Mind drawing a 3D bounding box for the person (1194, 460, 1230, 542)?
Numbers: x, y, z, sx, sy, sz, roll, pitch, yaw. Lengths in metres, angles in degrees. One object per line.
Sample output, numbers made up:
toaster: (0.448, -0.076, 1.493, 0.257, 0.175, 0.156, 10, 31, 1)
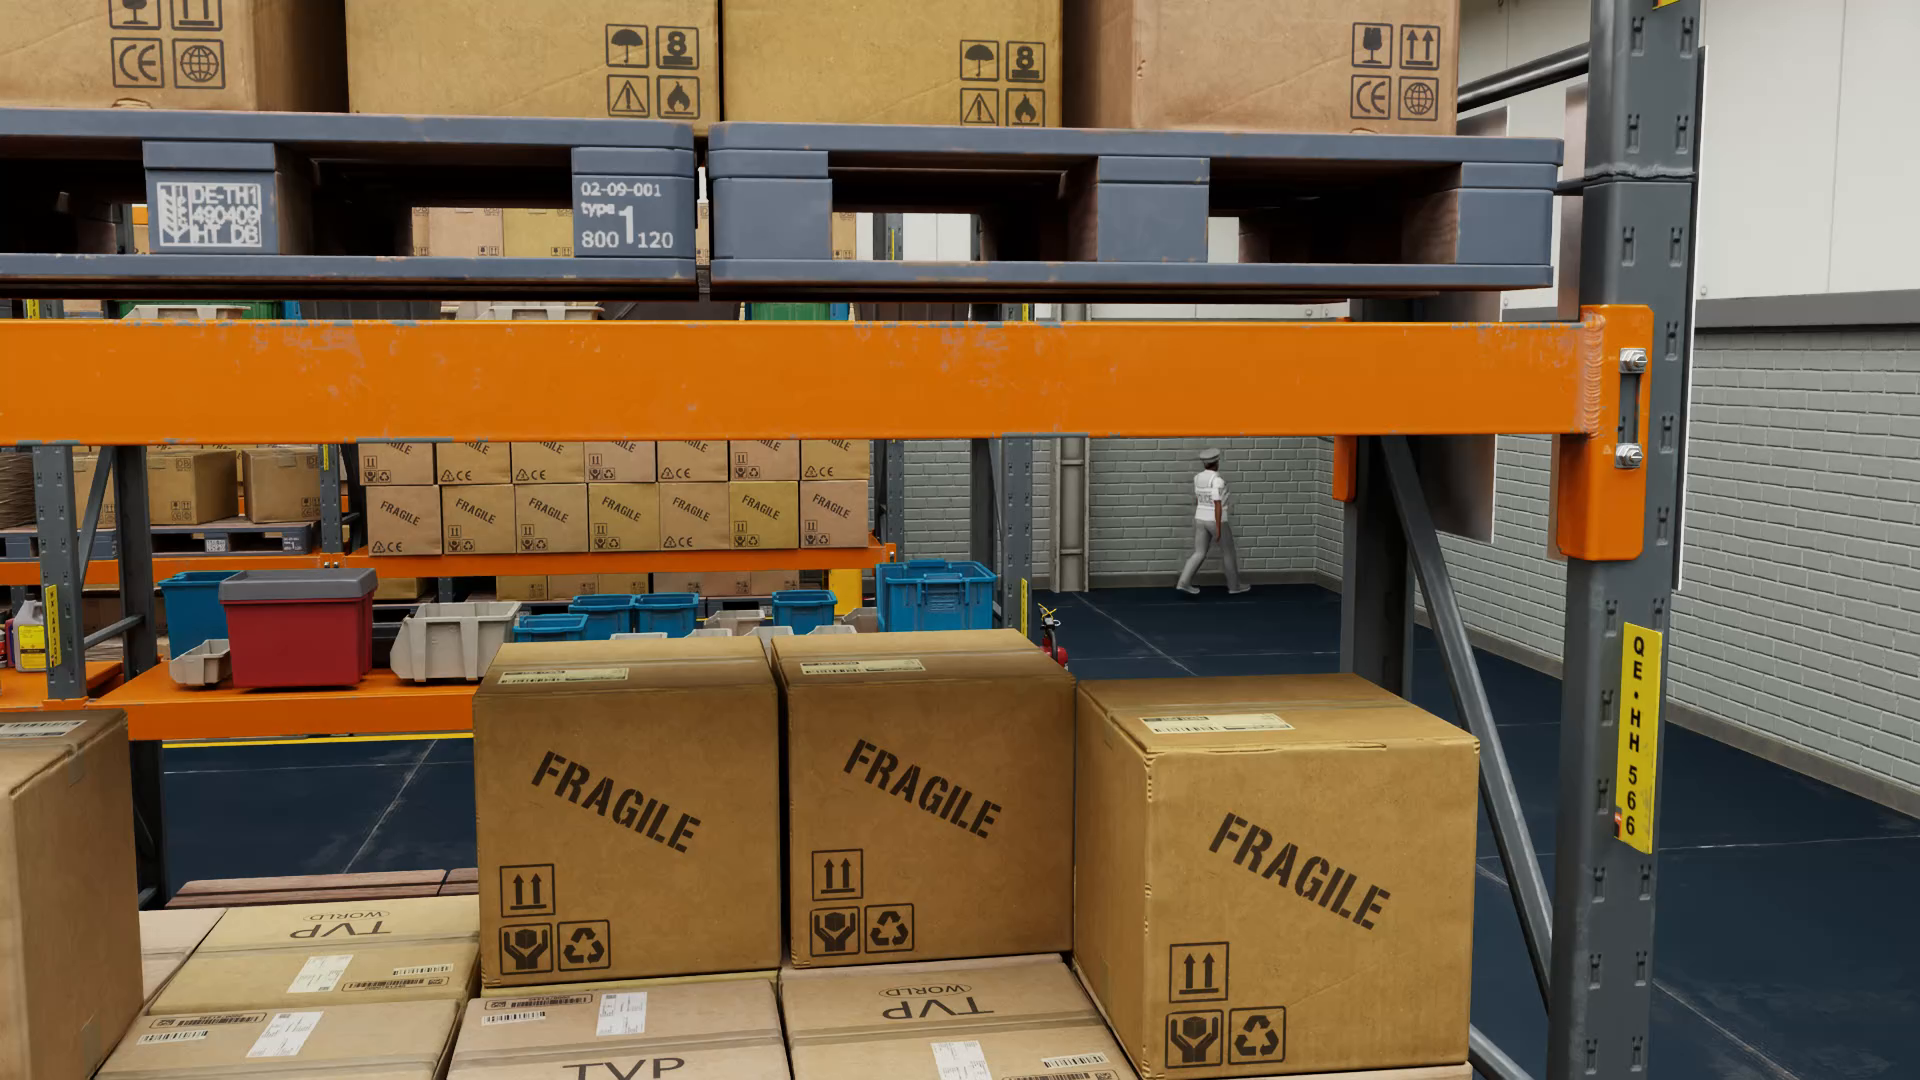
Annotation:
person: (2.802, -0.494, 18.455, 0.342, 0.994, 0.489, -5, 8, -37)
